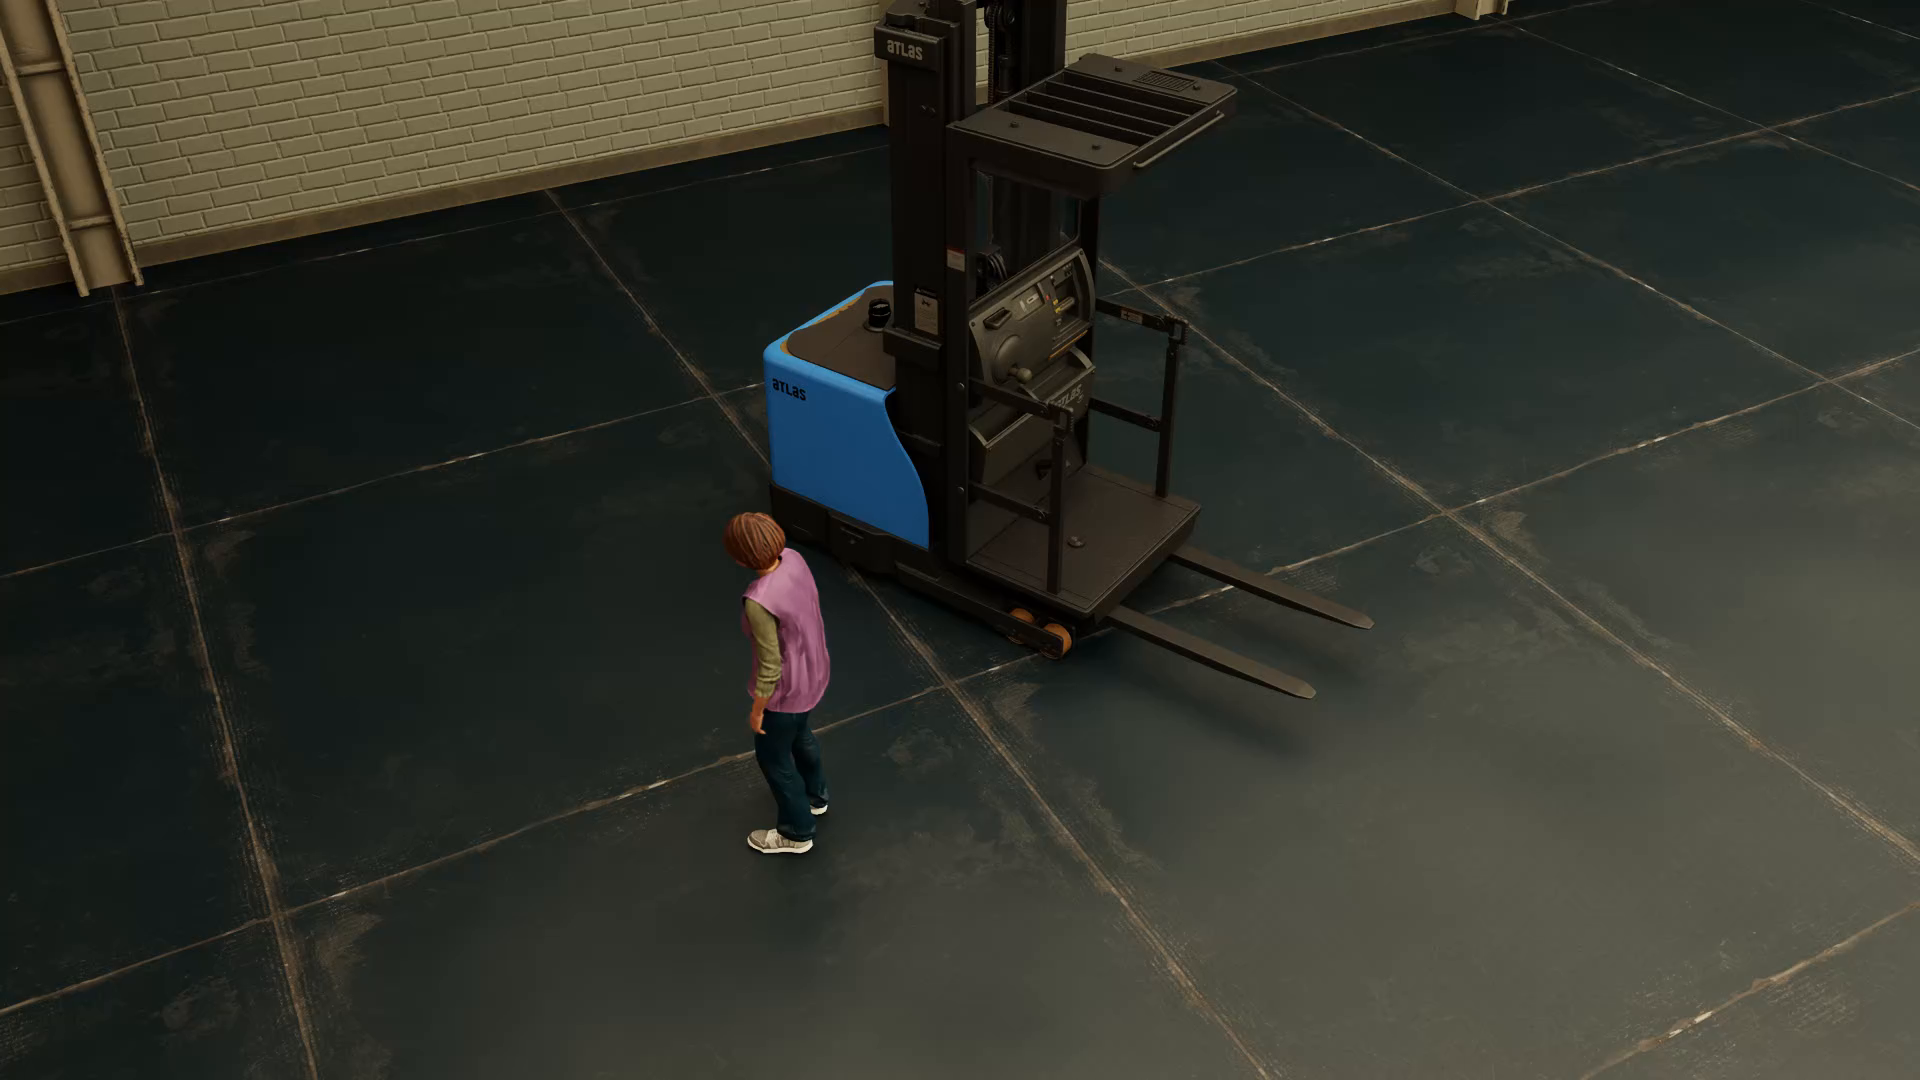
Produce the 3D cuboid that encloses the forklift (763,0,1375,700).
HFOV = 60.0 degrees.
[{"bbox_3d":[0.508,-0.985,7.517,3.031,2.935,1.130,23,41,29],"label":"forklift"}]

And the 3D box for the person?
[{"bbox_3d":[-0.689,0.564,6.487,0.347,1.591,0.461,10,37,14],"label":"person"}]
